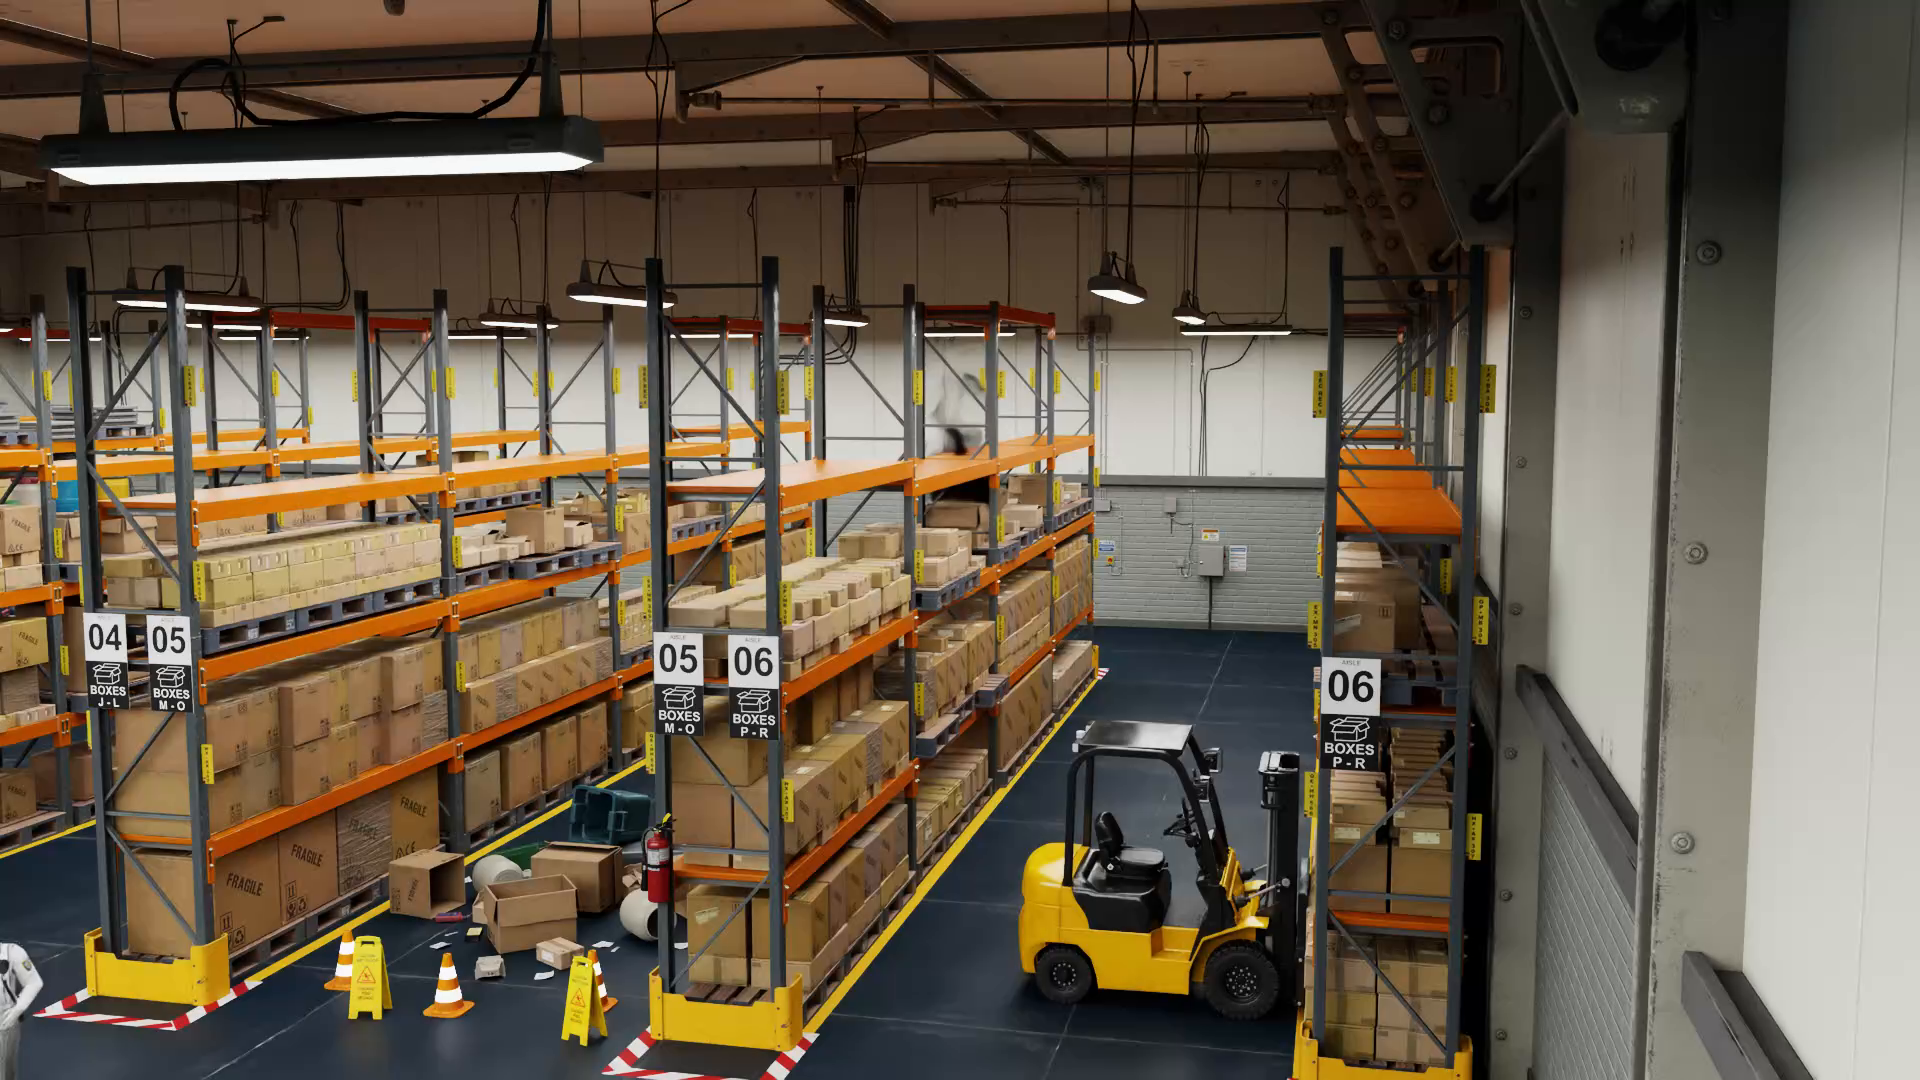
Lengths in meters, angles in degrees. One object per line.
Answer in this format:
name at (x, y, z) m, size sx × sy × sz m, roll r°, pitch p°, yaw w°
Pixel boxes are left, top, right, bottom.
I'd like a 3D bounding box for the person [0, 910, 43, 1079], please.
person at (-6.402, 3.226, 10.987) m, size 0.626 × 1.701 × 0.863 m, roll -3°, pitch 7°, yaw -29°
